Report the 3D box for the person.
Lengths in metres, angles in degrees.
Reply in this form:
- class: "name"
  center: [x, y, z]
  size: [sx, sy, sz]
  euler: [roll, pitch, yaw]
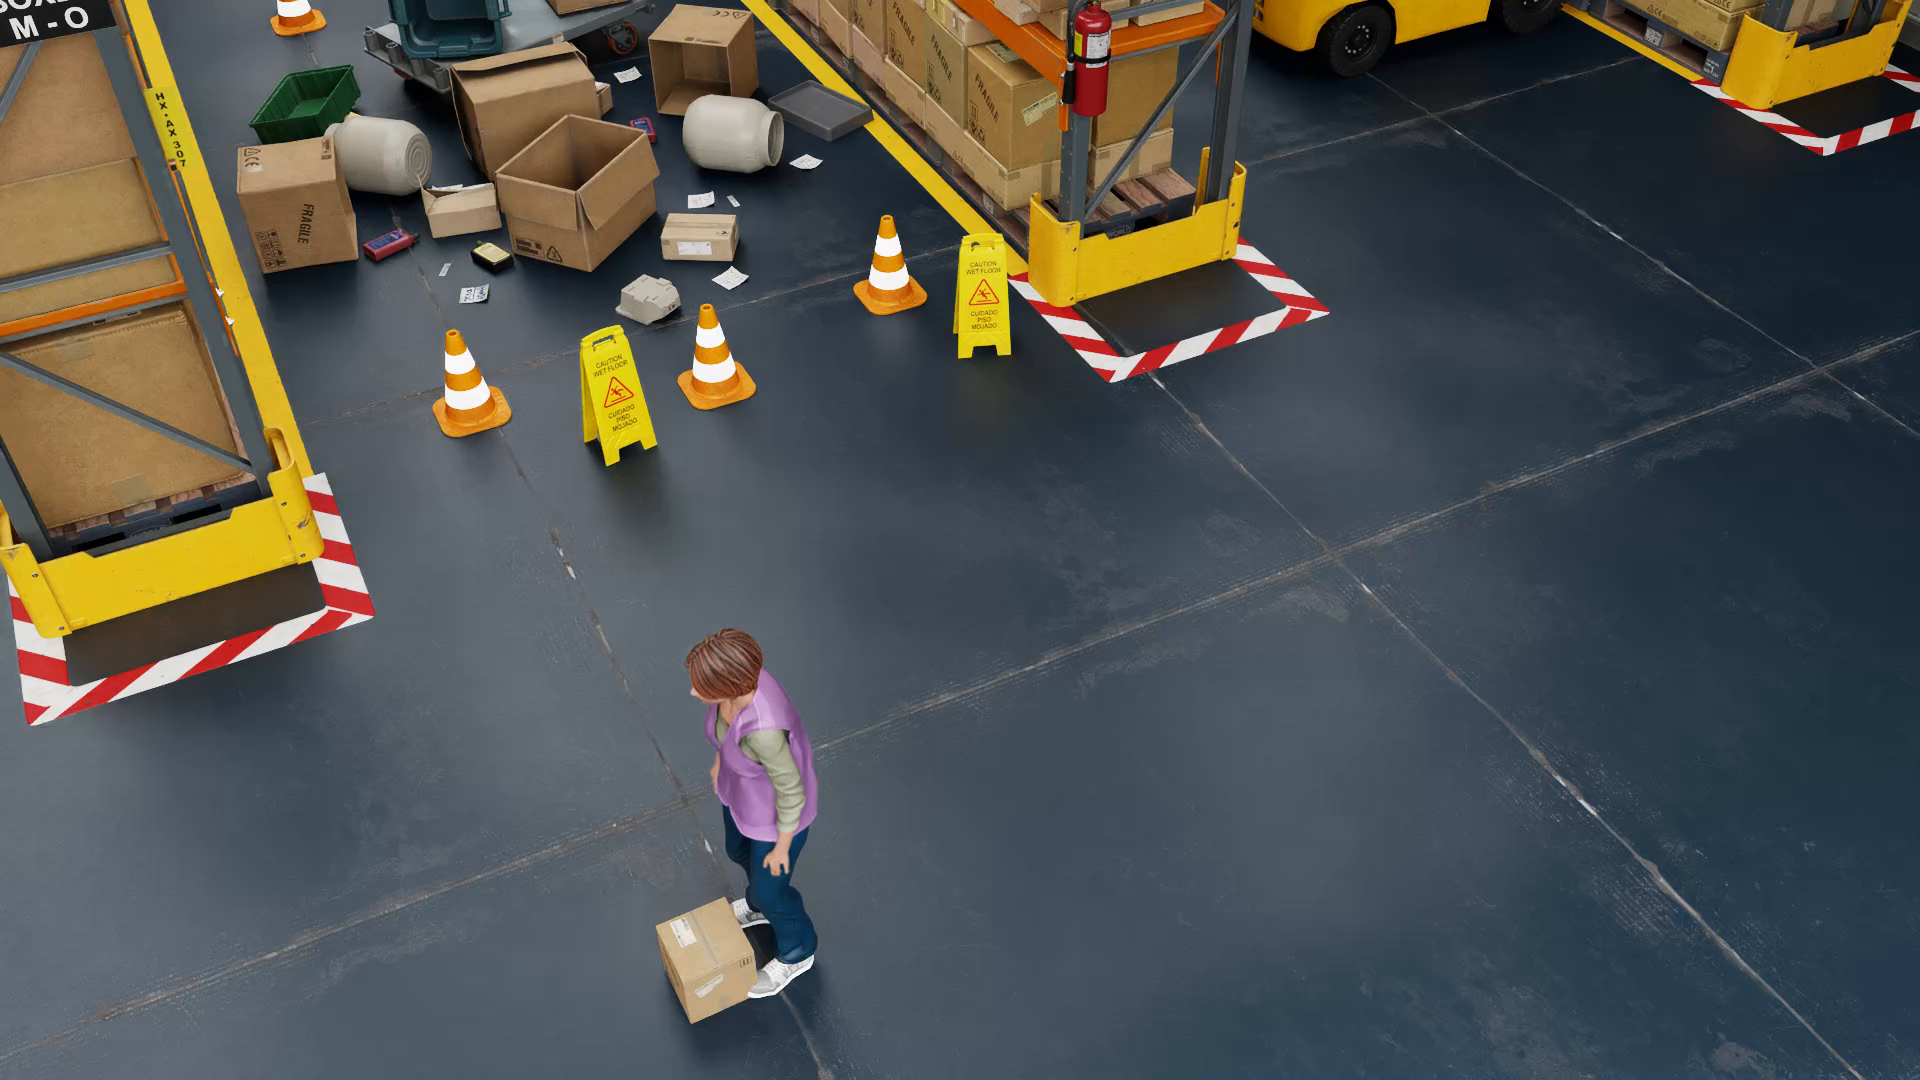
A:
- class: "person"
  center: [-0.634, 0.839, 5.238]
  size: [0.341, 1.582, 0.485]
  euler: [-22, 46, -22]
